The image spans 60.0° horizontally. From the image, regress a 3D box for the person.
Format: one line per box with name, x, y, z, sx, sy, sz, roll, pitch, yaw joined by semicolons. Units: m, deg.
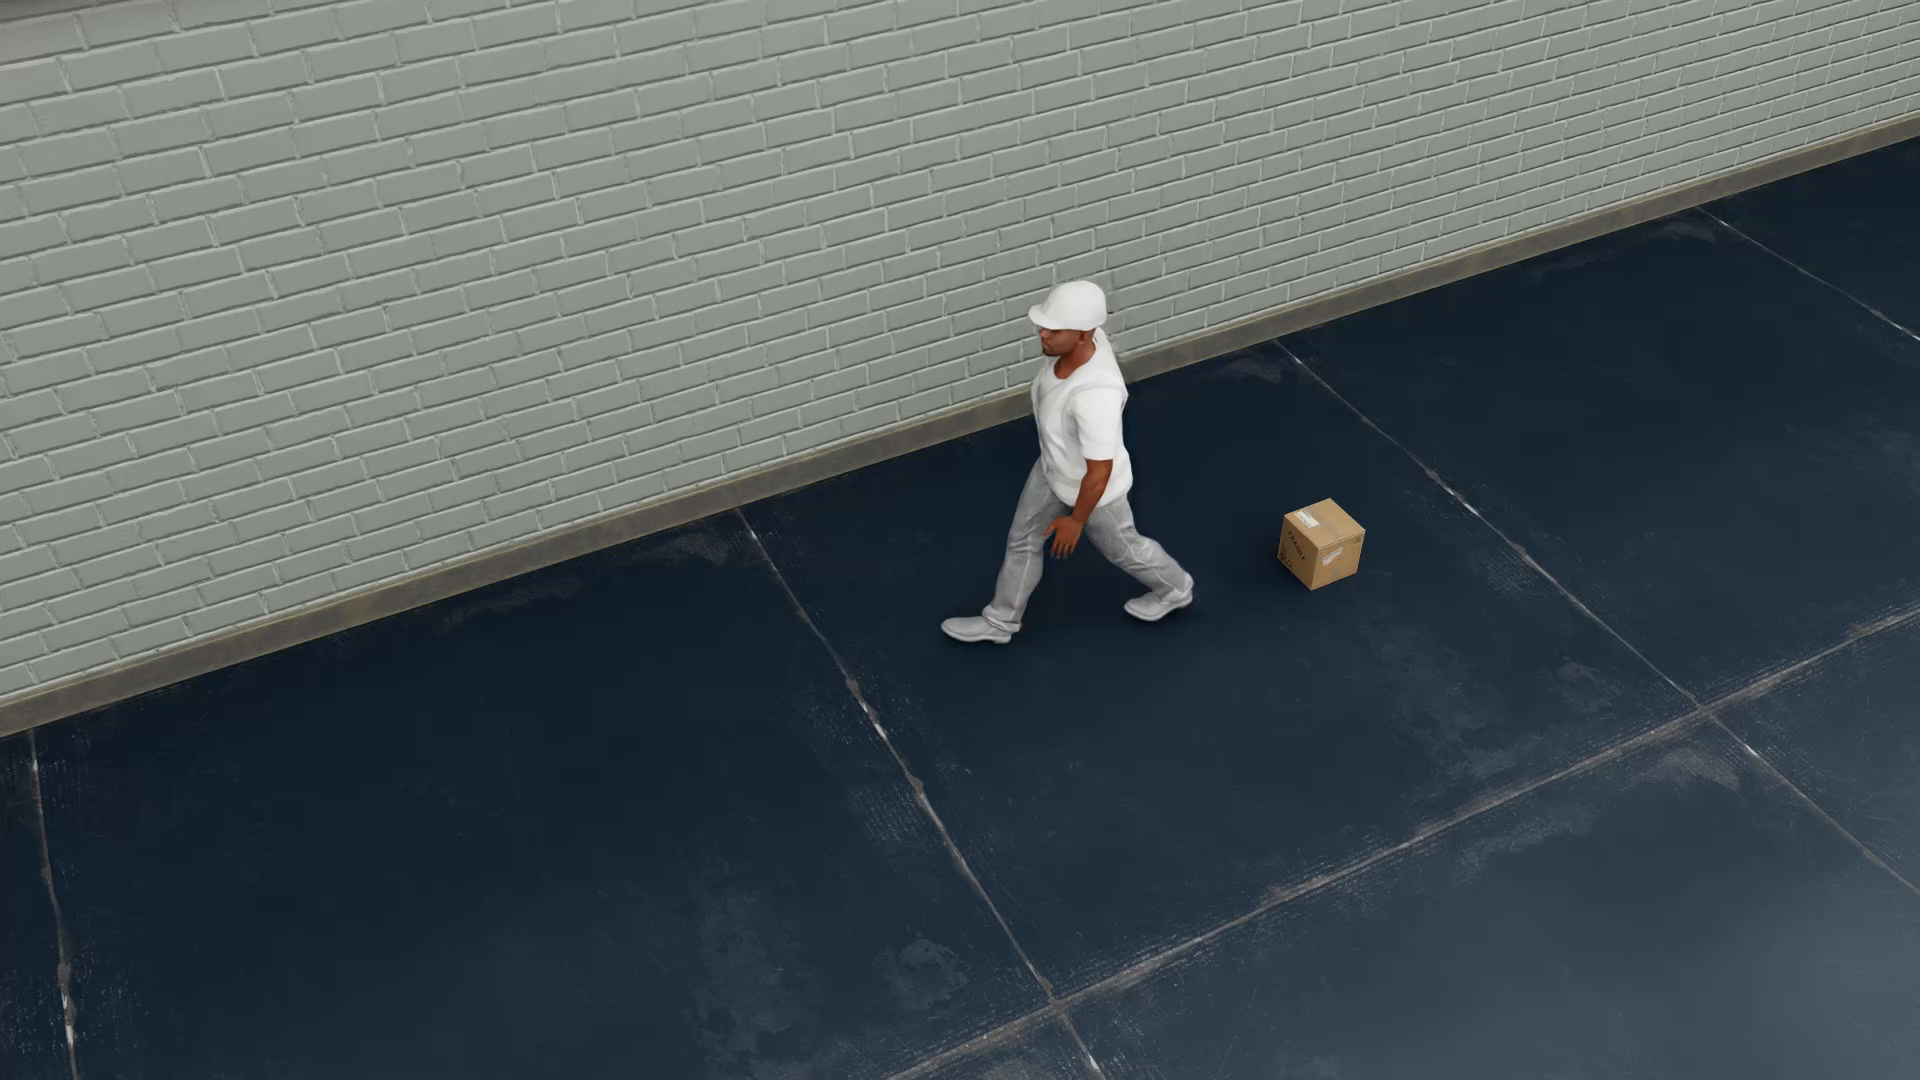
person;0.467;-0.253;6.450;1.073;1.717;0.600;-12;42;-14
